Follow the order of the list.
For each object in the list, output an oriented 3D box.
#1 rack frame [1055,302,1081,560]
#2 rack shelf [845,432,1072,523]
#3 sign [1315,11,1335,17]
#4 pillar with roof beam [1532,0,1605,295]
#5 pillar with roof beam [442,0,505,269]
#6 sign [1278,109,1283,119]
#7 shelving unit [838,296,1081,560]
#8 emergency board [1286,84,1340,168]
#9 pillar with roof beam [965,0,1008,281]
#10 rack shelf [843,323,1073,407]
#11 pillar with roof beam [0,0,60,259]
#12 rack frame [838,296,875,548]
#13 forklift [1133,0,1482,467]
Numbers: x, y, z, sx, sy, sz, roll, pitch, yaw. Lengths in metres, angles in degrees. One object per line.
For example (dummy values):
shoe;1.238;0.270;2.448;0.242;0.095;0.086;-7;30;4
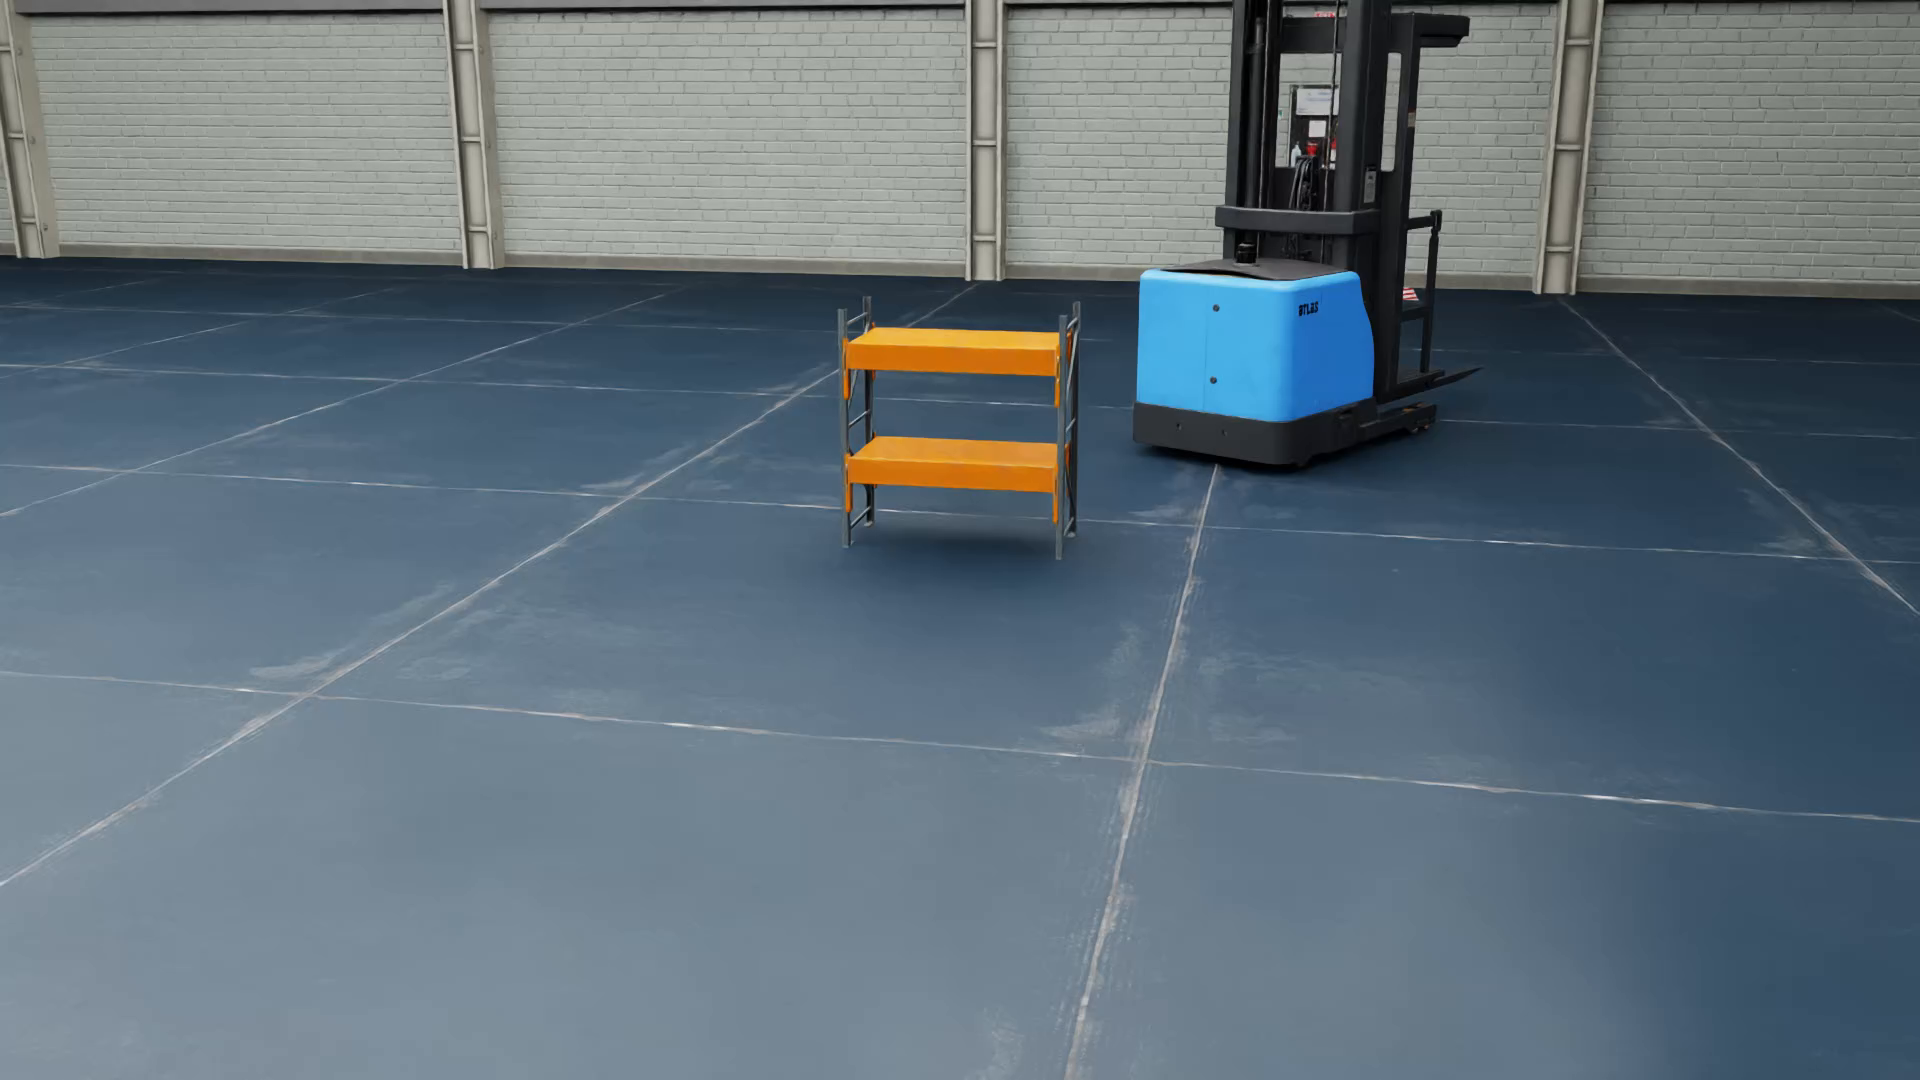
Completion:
rack frame;0.505;-0.515;7.743;0.032;1.125;0.500;3;16;11
rack shelf;0.007;-0.306;7.906;1.000;0.278;0.538;3;16;11
sign;3.762;-5.303;17.173;0.199;0.298;0.001;3;16;11
pillar with roof beam;5.307;-5.782;12.010;0.400;9.000;9.100;3;16;11
pillar with roof beam;-6.453;-6.421;14.314;0.400;9.000;9.100;3;16;11
sign;3.232;-4.485;17.506;0.331;0.109;0.001;3;16;11
shelving unit;0.007;-0.542;7.841;1.048;1.125;0.538;3;16;11
emergency board;3.750;-4.159;17.387;0.643;1.169;0.194;3;16;11
pillar with roof beam;-0.573;-6.102;13.162;0.400;9.000;9.100;3;16;11
rack shelf;0.007;-0.824;7.762;1.000;0.278;0.538;3;16;11
pillar with roof beam;-12.332;-6.740;15.467;0.400;9.000;9.100;3;16;11
rack frame;-0.492;-0.569;7.938;0.032;1.125;0.500;3;16;11
forklift;2.366;-2.148;10.255;1.130;2.935;3.031;13;20;39
